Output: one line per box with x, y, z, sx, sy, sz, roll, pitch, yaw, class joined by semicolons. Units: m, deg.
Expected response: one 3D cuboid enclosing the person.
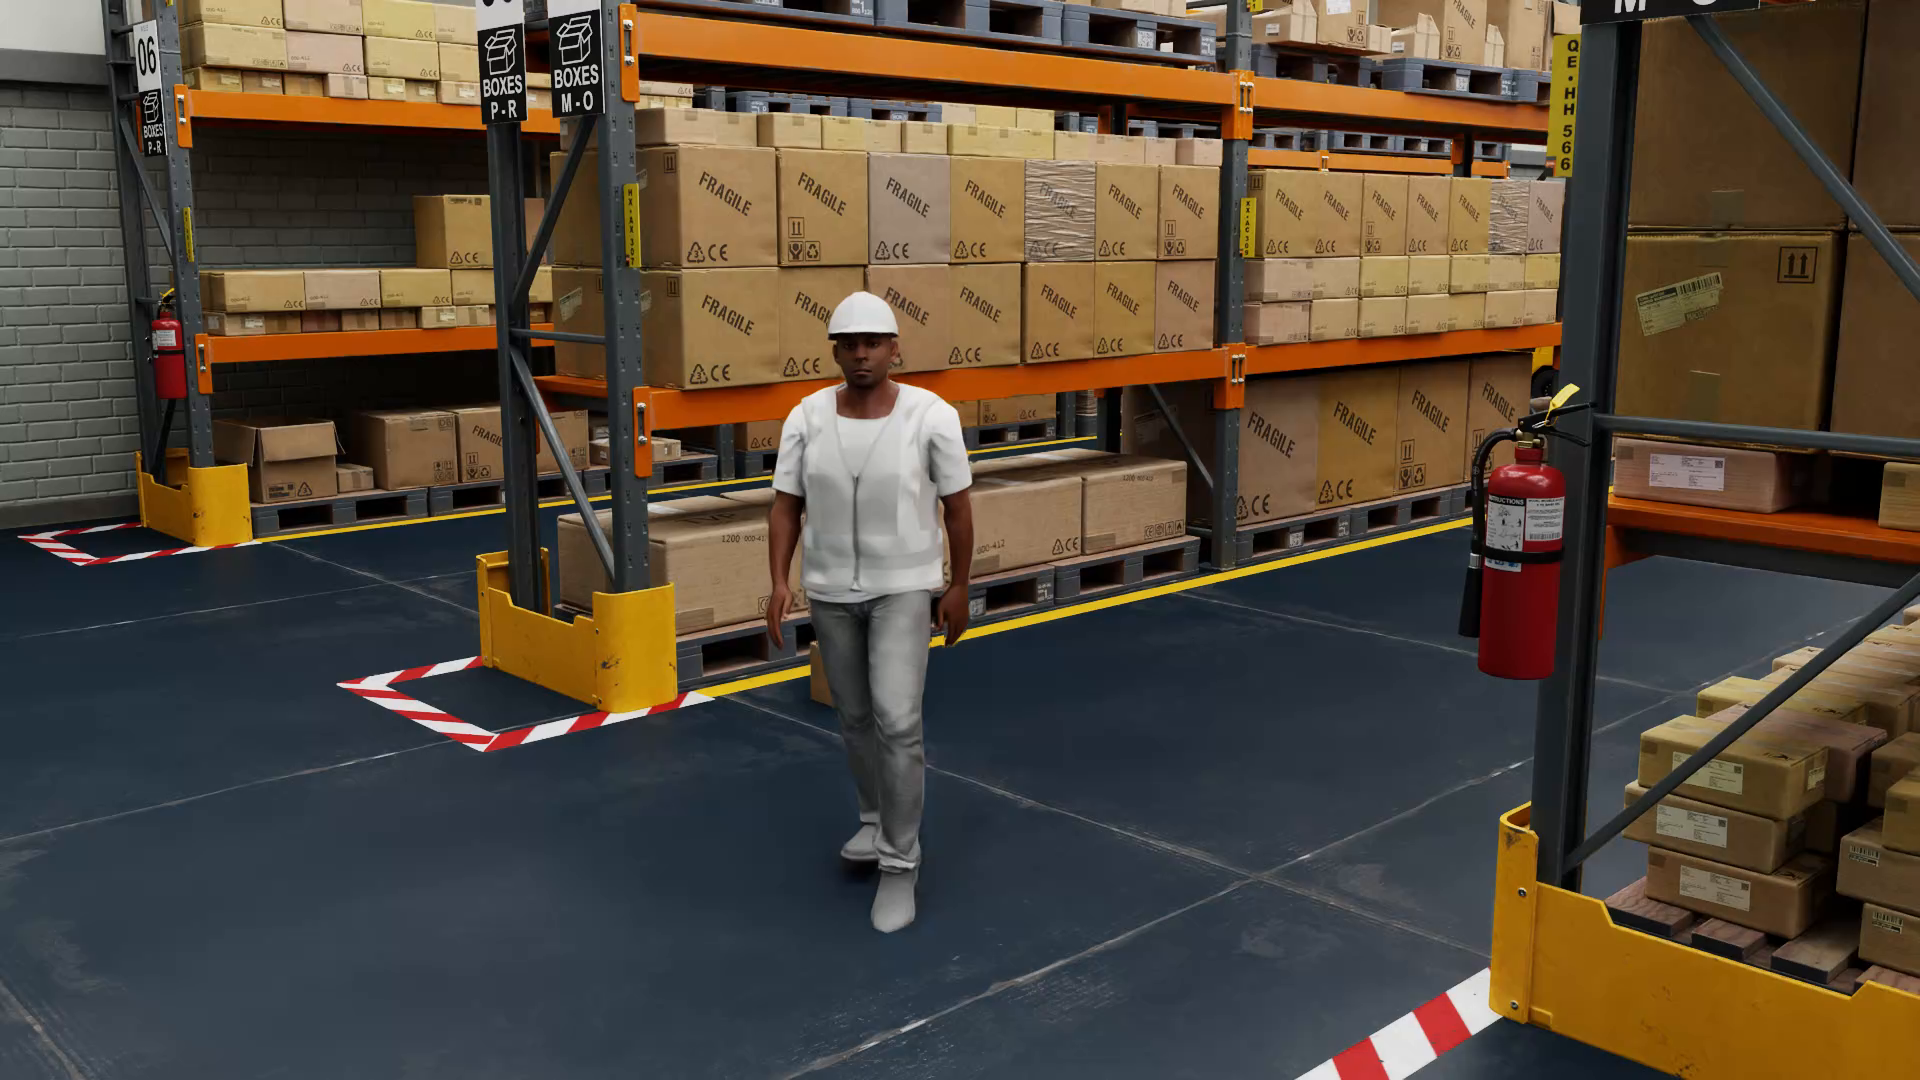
-0.276;0.189;4.893;0.583;1.820;0.666;3;11;14;person
